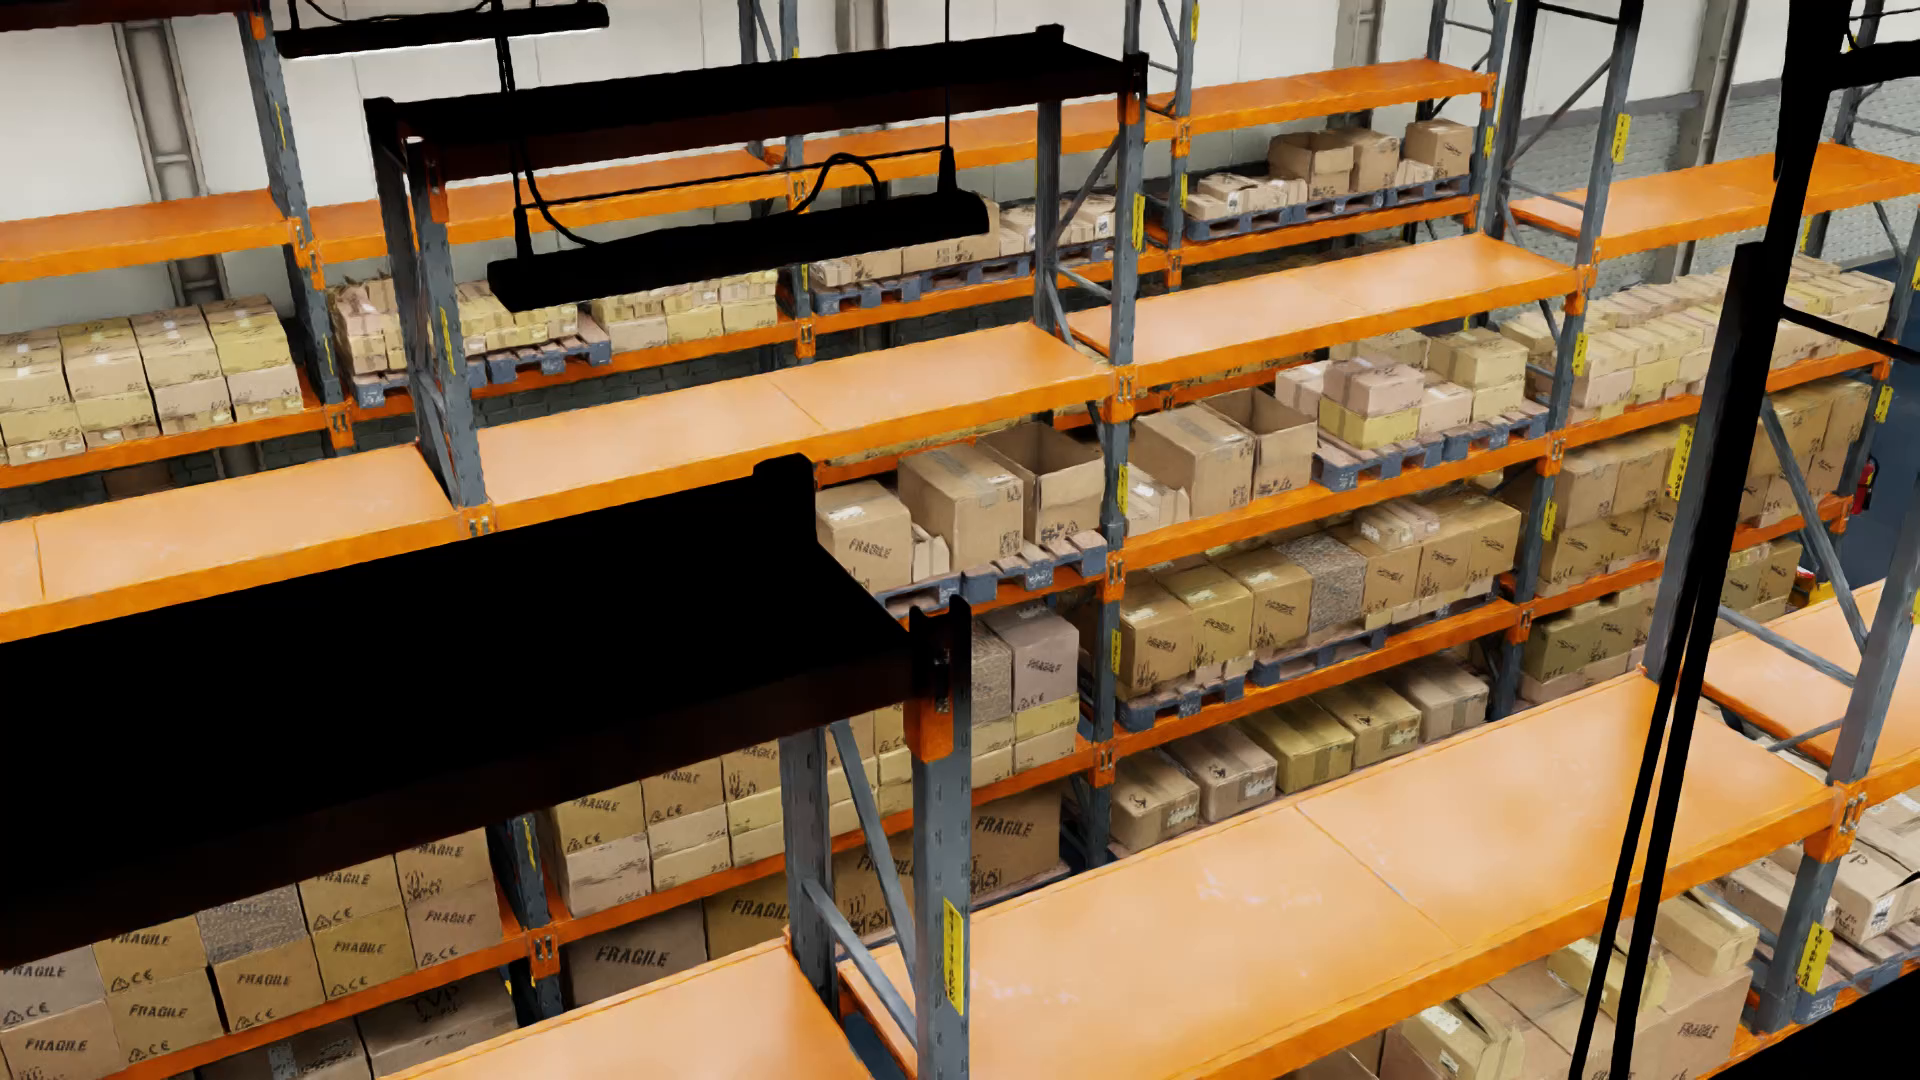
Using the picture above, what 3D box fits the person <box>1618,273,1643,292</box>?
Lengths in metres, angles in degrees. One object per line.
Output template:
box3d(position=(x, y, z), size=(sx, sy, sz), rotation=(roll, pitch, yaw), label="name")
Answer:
box3d(position=(7.796, -2.373, 19.698), size=(0.990, 1.623, 0.441), rotation=(-10, 29, -18), label="person")
